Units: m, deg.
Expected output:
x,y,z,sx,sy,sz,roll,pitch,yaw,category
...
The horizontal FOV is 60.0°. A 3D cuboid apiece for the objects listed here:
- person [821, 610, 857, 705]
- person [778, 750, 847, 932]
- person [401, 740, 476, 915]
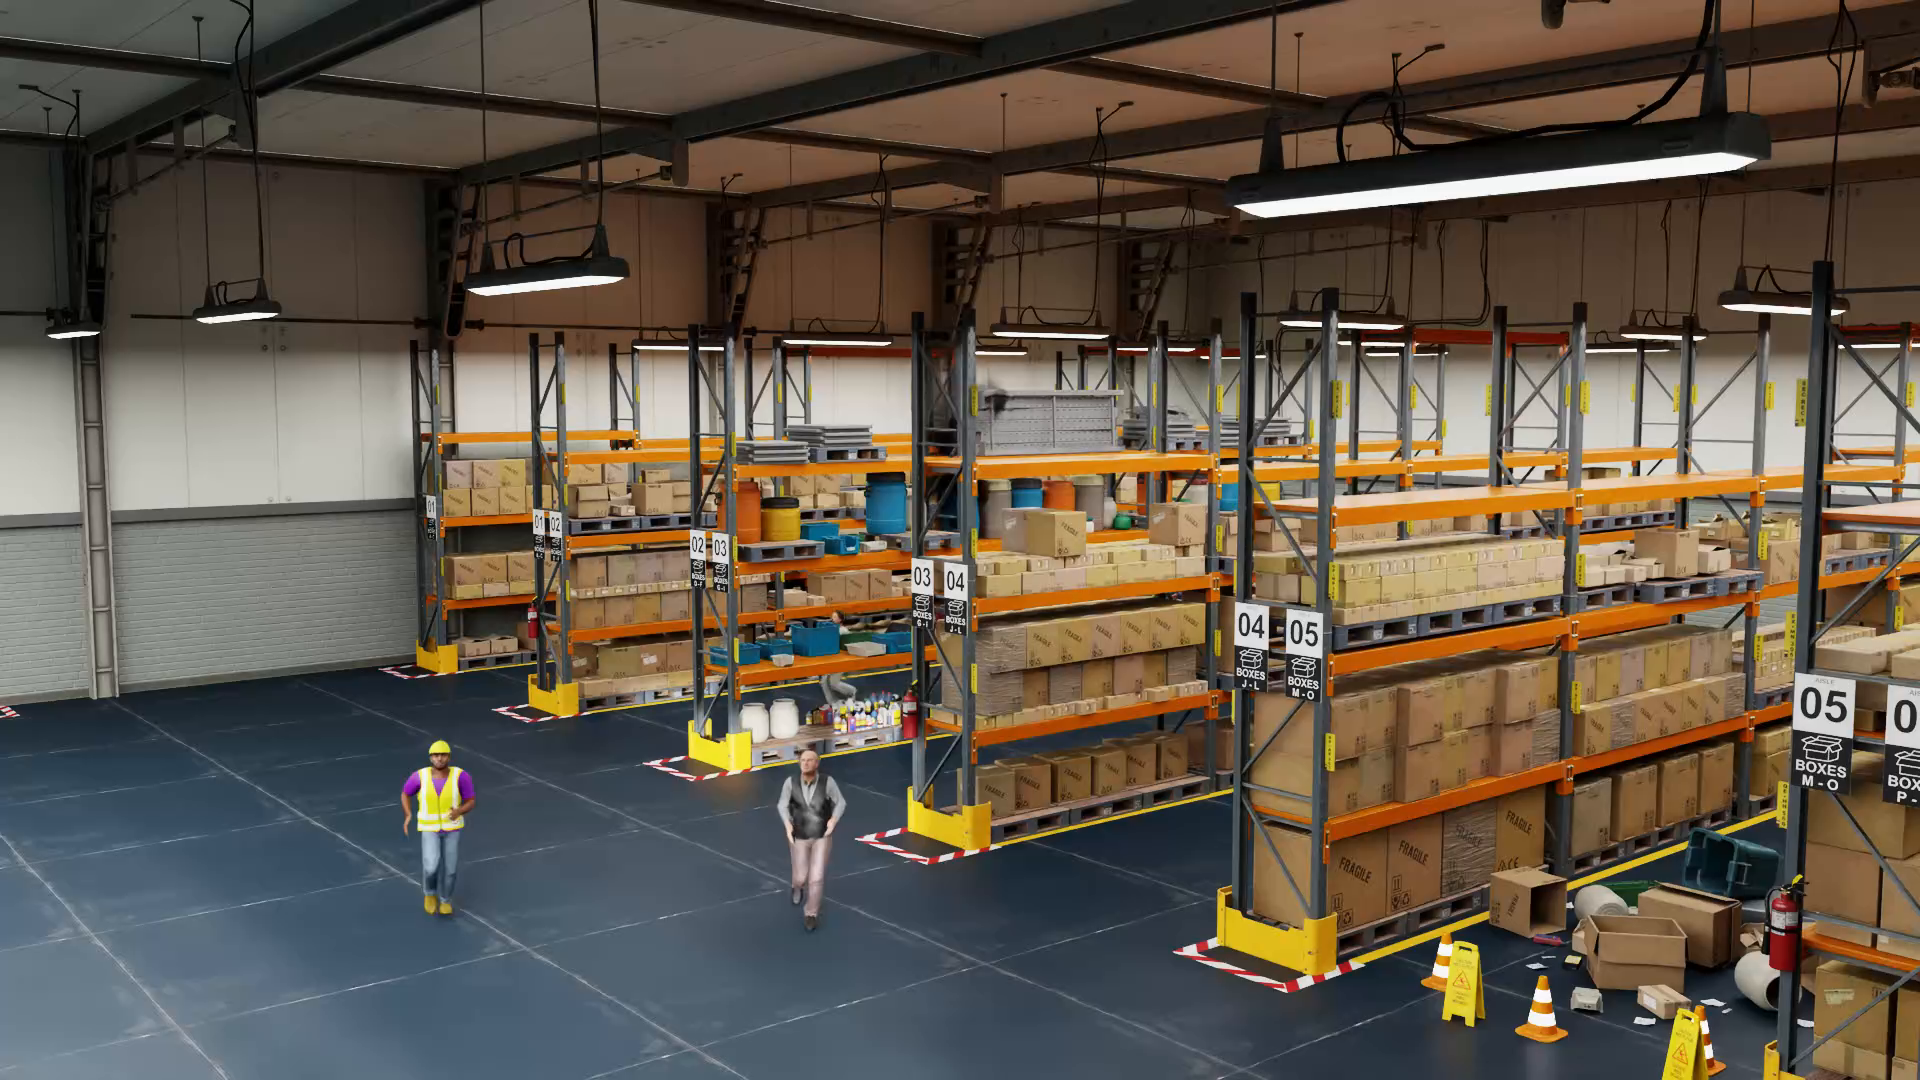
x,y,z,sx,sy,sz,roll,pitch,yaw,category
-1.942,1.912,26.398,0.563,1.619,0.609,5,7,43,person
-1.424,2.853,16.038,0.663,1.704,0.647,0,5,-1,person
-5.028,2.802,16.077,0.683,1.726,0.632,-2,6,-20,person
